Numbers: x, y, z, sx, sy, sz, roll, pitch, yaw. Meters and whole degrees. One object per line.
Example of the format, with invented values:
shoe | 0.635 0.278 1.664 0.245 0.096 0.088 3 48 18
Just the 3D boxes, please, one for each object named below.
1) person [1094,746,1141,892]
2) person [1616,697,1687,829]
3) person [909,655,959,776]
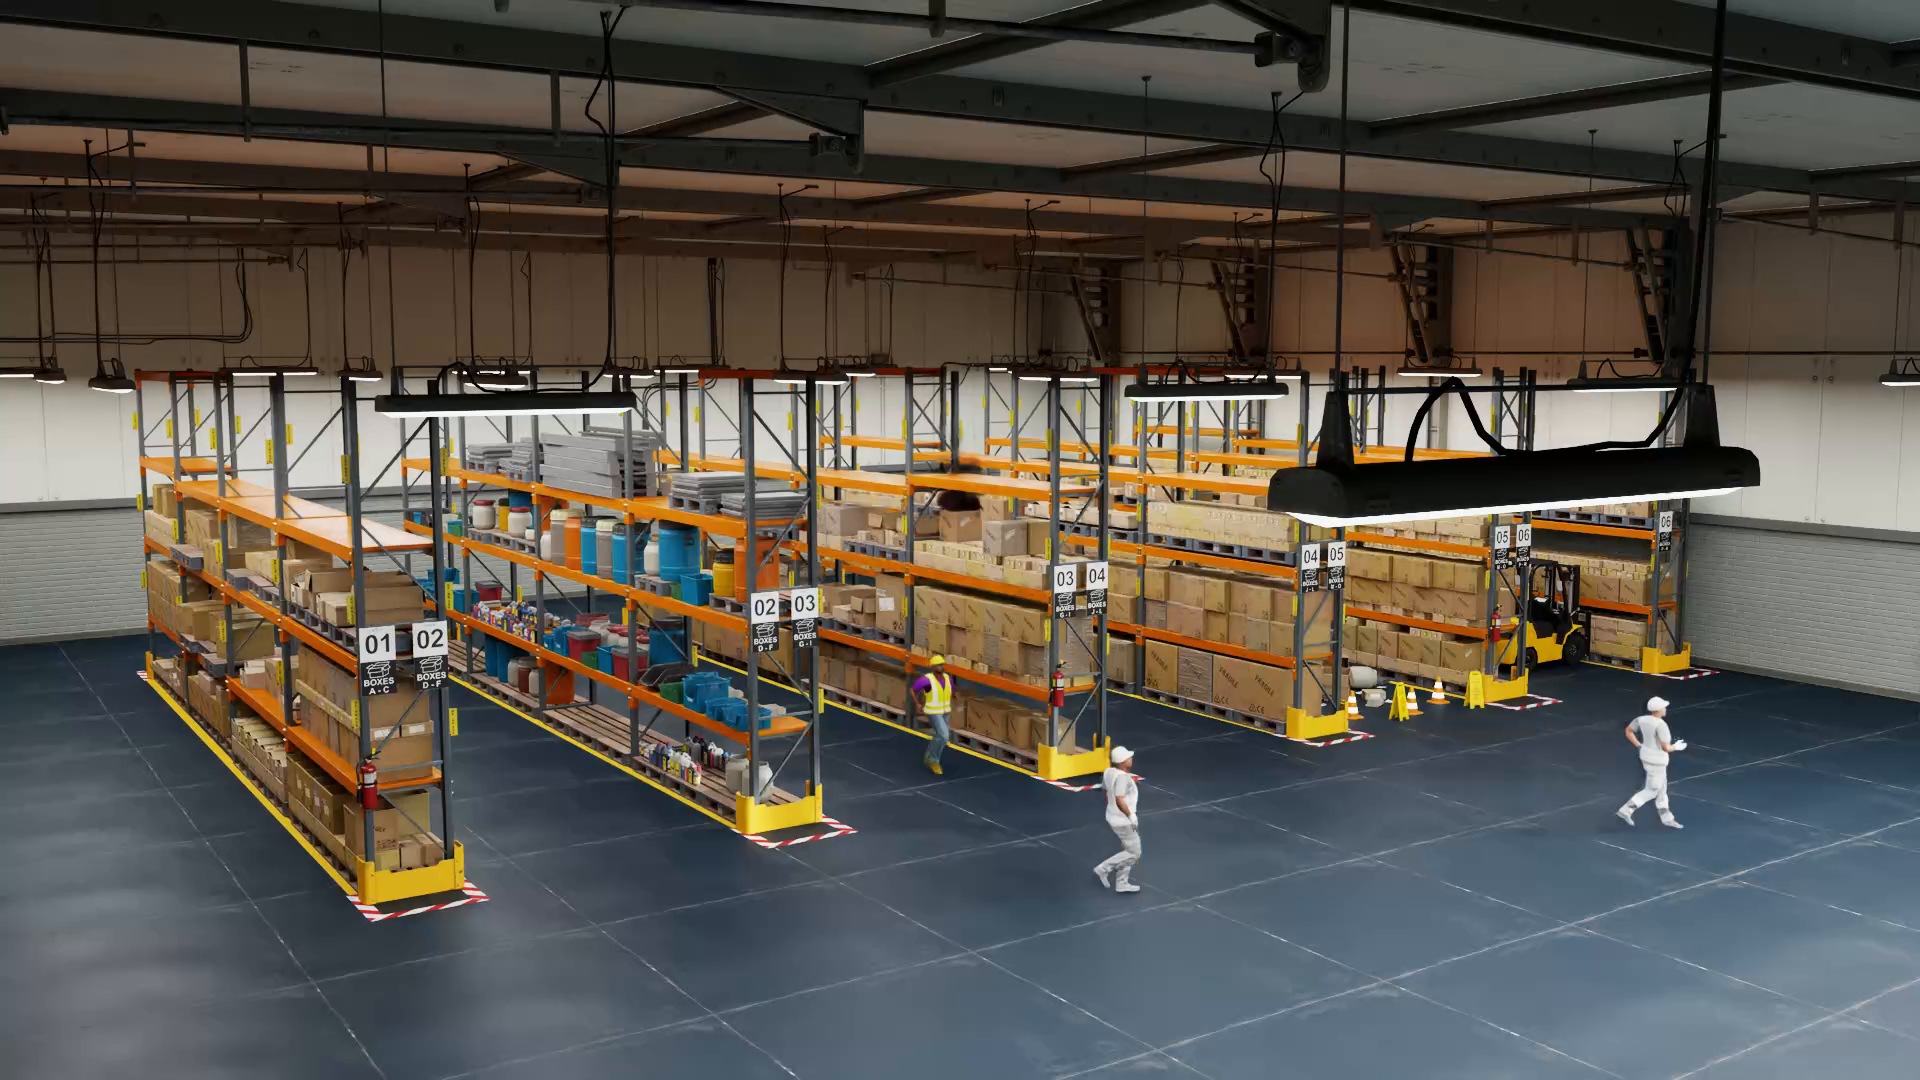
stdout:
person | 1.837 3.278 19.460 0.594 1.744 0.691 -1 7 -9
person | 9.140 2.956 21.929 0.987 1.798 0.653 -1 6 -6
person | -0.322 2.635 25.059 0.670 1.801 0.728 -6 9 -44
